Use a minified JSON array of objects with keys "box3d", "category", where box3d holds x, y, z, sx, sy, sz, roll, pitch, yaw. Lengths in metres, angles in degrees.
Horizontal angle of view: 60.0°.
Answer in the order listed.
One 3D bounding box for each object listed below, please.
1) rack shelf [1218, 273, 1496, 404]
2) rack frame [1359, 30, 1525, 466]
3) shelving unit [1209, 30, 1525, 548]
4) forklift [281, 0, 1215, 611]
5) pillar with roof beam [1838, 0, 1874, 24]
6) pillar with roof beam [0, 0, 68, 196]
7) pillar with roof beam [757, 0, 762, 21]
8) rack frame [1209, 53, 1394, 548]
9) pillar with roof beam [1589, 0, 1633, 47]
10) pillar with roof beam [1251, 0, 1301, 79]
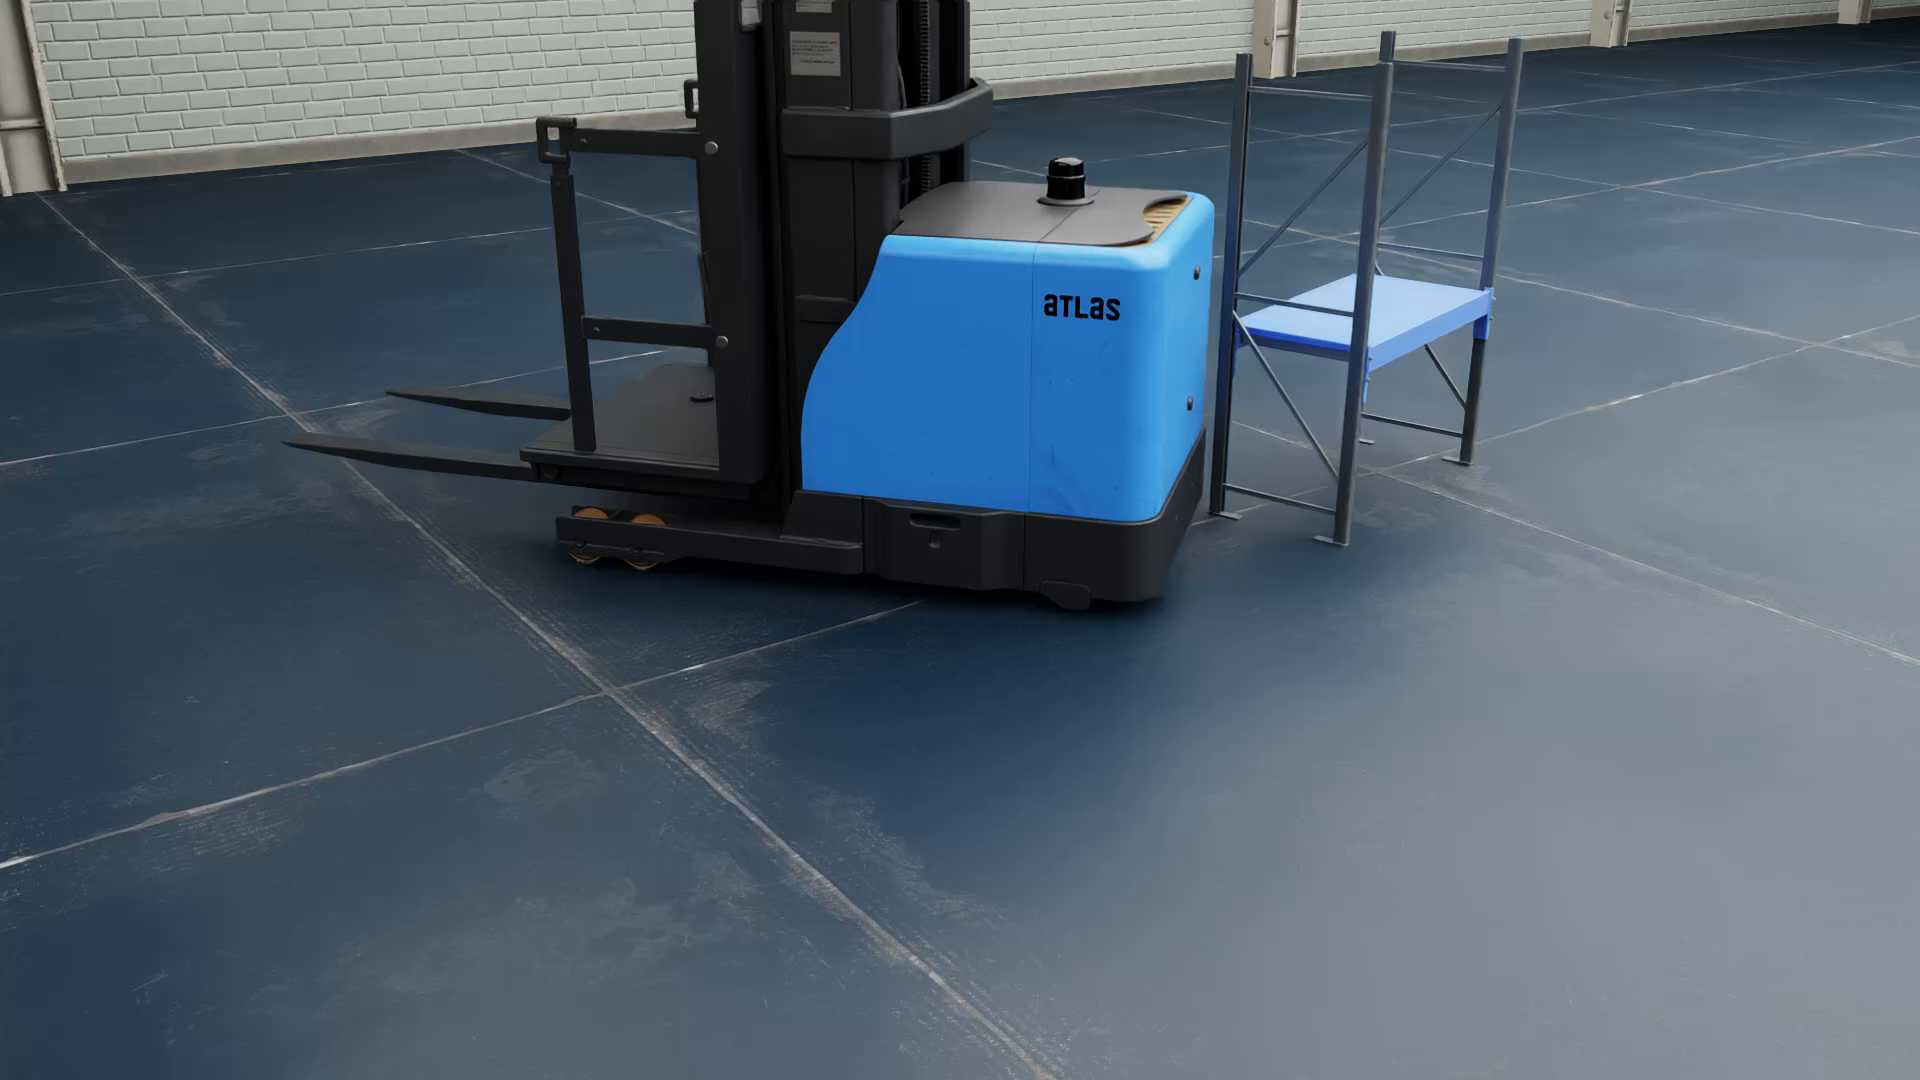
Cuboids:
[{"box3d":[1.361,-0.713,5.645,0.538,0.185,1.000,16,27,35],"category":"rack shelf"},{"box3d":[1.676,-1.028,5.949,0.500,1.500,0.032,16,27,35],"category":"rack frame"},{"box3d":[1.361,-0.880,5.578,0.538,1.500,1.048,16,27,35],"category":"shelving unit"},{"box3d":[-0.759,-1.451,5.078,3.031,2.935,1.130,6,23,15],"category":"forklift"},{"box3d":[15.627,-10.480,19.517,0.400,9.000,9.100,-15,26,-33],"category":"pillar with roof beam"},{"box3d":[-3.855,-5.285,6.499,0.400,9.000,9.100,-15,26,-33],"category":"pillar with roof beam"},{"box3d":[1.015,-6.584,9.754,0.400,9.000,9.100,-15,26,-33],"category":"pillar with roof beam"},{"box3d":[1.047,-0.732,5.207,0.500,1.500,0.032,16,27,35],"category":"rack frame"},{"box3d":[10.756,-9.181,16.263,0.400,9.000,9.100,-15,26,-33],"category":"pillar with roof beam"},{"box3d":[5.886,-7.882,13.008,0.400,9.000,9.100,-15,26,-33],"category":"pillar with roof beam"}]
